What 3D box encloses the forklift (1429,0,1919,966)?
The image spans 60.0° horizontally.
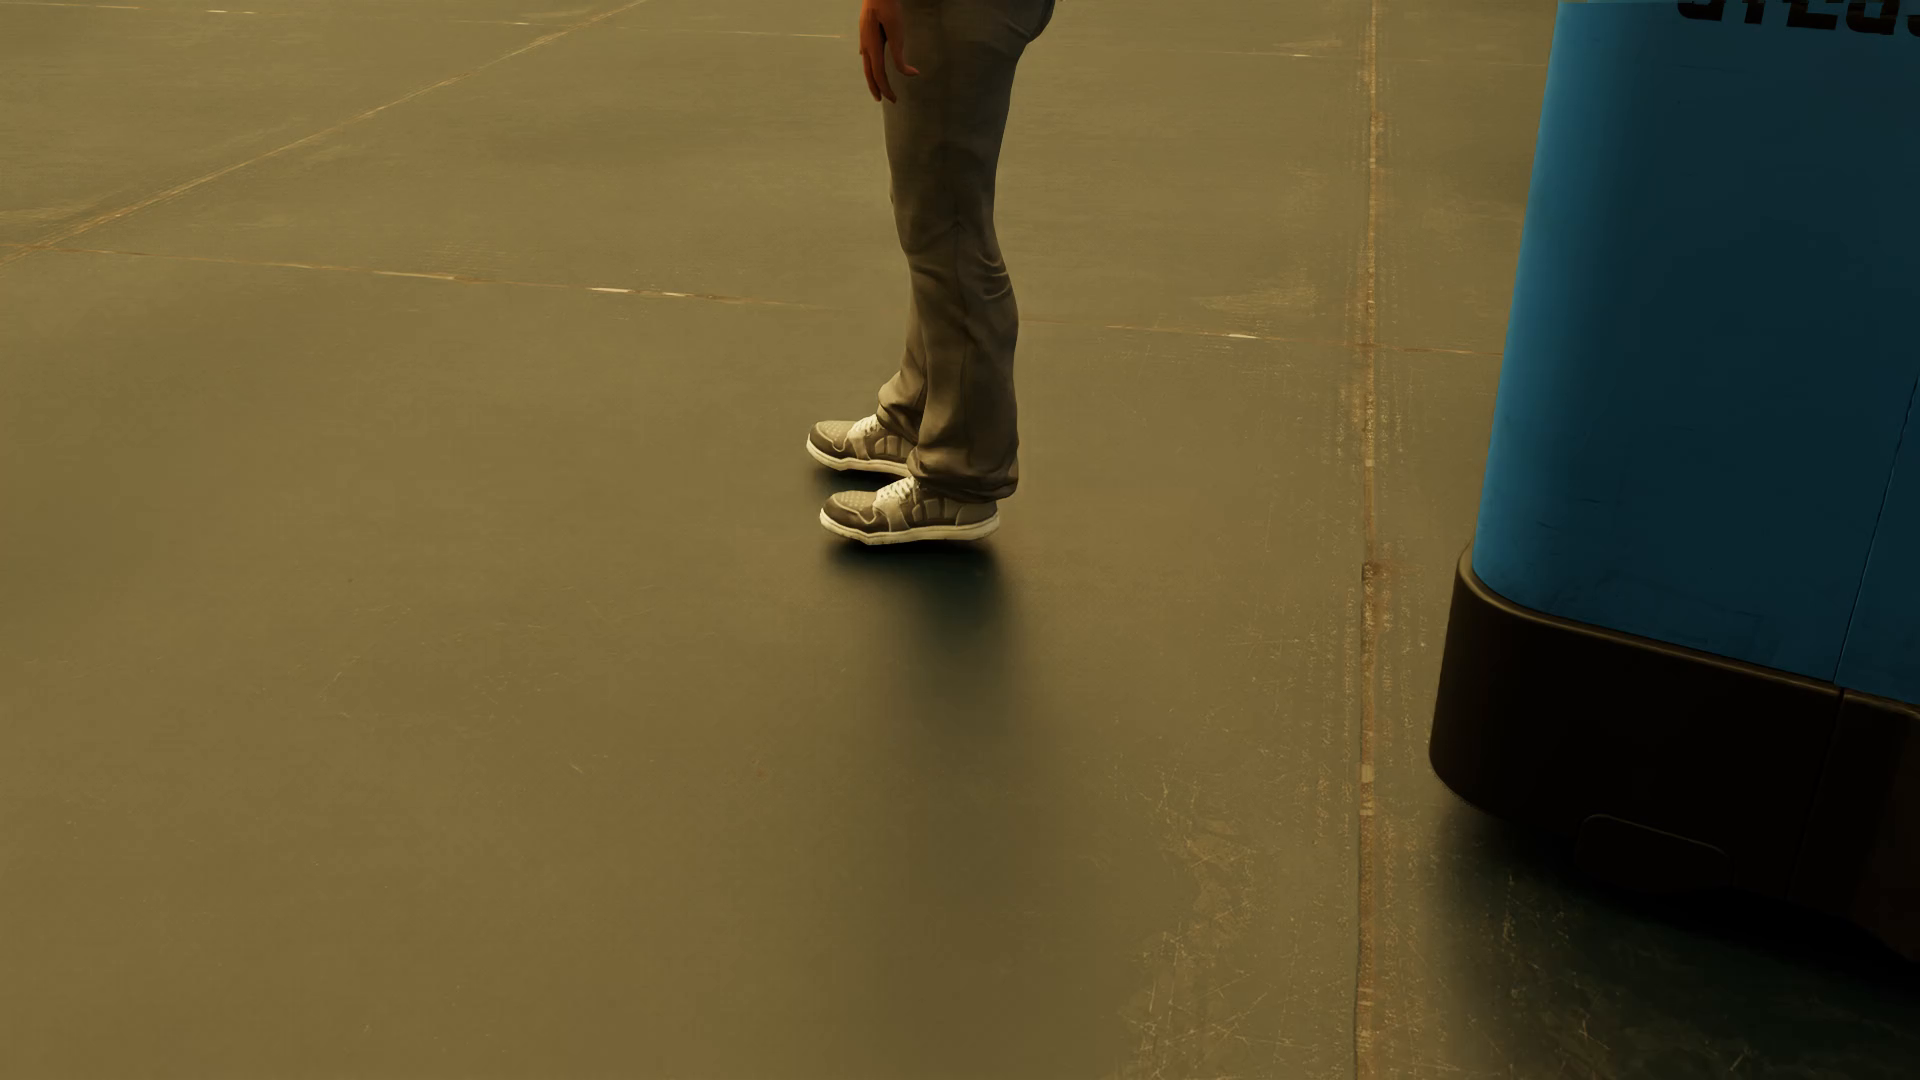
[{"bbox_3d":[2.055,-0.834,0.898,3.031,2.935,1.130,15,30,27],"label":"forklift"}]

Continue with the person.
[{"bbox_3d":[-0.012,-0.721,2.156,0.359,1.583,0.519,6,27,11],"label":"person"}]
